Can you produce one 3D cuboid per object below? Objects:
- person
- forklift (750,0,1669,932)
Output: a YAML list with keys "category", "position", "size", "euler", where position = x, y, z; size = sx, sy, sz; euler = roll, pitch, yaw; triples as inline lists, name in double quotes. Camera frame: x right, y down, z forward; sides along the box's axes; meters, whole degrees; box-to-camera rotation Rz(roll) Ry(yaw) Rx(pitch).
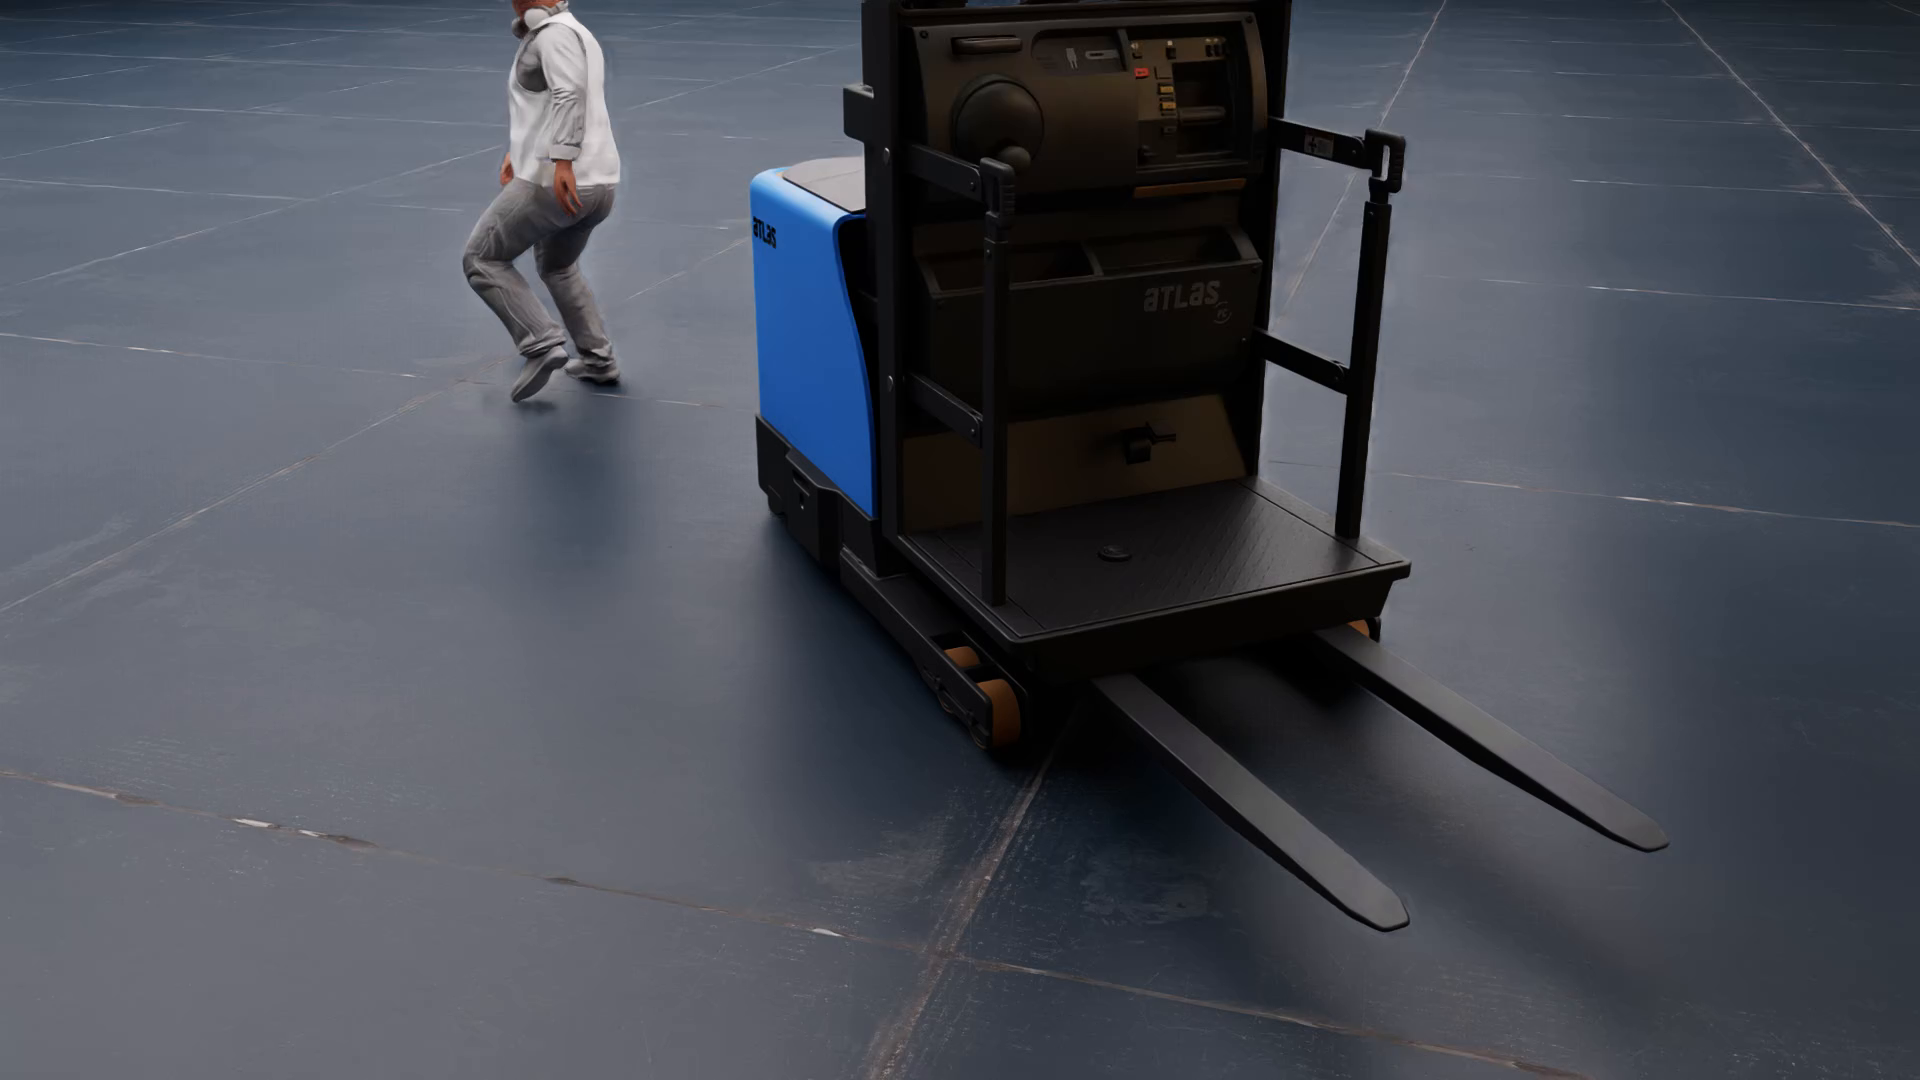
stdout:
- category: "person"
  position: [-1.551, -1.375, 6.260]
  size: [0.650, 1.686, 0.753]
  euler: [7, 23, 16]
- category: "forklift"
  position: [0.418, -1.048, 3.819]
  size: [1.130, 2.935, 3.031]
  euler: [-10, 24, -22]
